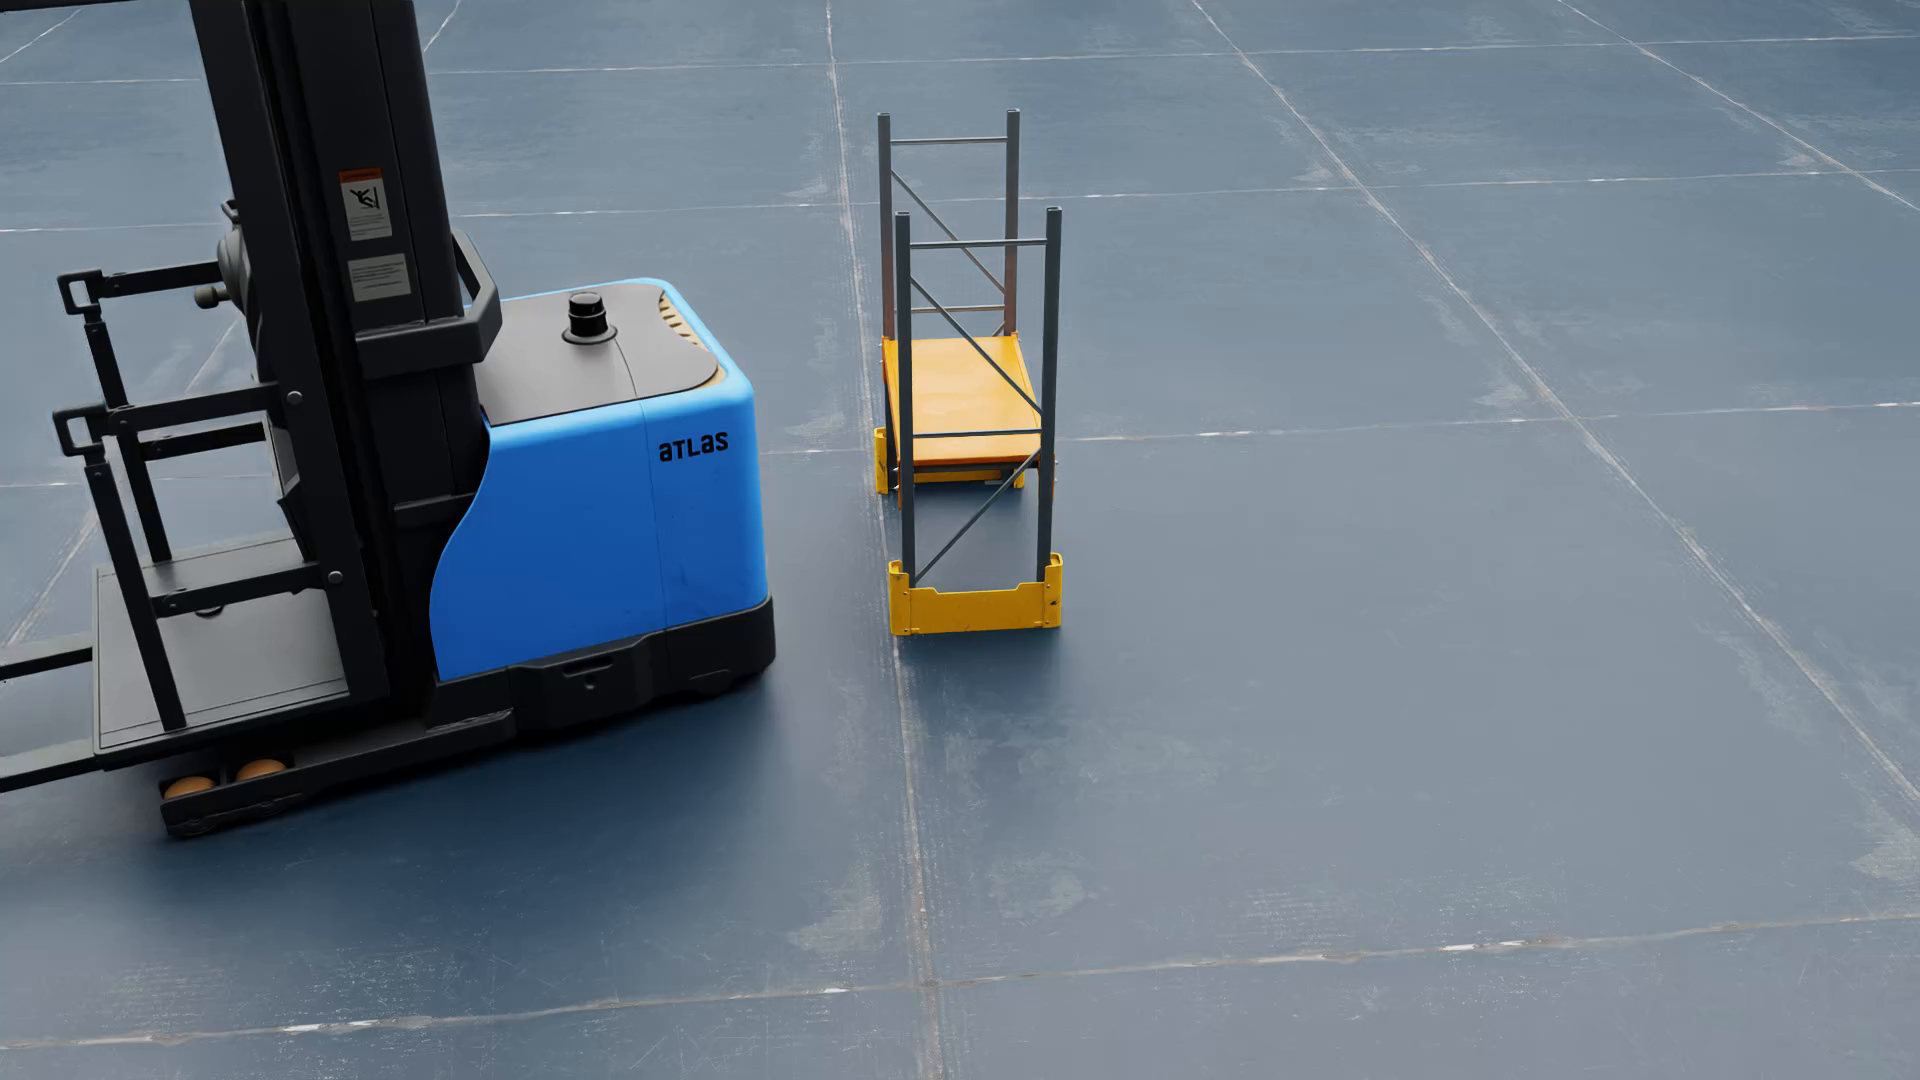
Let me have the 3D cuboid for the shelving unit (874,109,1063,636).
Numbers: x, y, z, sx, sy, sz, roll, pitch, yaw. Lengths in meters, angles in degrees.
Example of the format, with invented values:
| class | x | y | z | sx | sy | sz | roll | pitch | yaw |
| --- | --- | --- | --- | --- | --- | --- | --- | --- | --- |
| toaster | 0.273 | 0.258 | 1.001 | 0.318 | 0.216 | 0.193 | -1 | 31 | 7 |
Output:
| class | x | y | z | sx | sy | sz | roll | pitch | yaw |
| --- | --- | --- | --- | --- | --- | --- | --- | --- | --- |
| shelving unit | 0.007 | -0.605 | 5.800 | 0.587 | 1.500 | 1.083 | -3 | 31 | -5 |

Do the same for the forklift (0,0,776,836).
| class | x | y | z | sx | sy | sz | roll | pitch | yaw |
| --- | --- | --- | --- | --- | --- | --- | --- | --- | --- |
| forklift | -2.167 | -0.713 | 4.585 | 3.031 | 2.935 | 1.130 | -13 | 33 | -21 |

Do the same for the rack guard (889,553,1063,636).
| class | x | y | z | sx | sy | sz | roll | pitch | yaw |
| --- | --- | --- | --- | --- | --- | --- | --- | --- | --- |
| rack guard | 0.054 | 0.186 | 5.695 | 0.587 | 0.250 | 0.087 | -3 | 31 | -5 |

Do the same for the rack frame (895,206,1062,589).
| class | x | y | z | sx | sy | sz | roll | pitch | yaw |
| --- | --- | --- | --- | --- | --- | --- | --- | --- | --- |
| rack frame | 0.055 | -0.341 | 5.358 | 0.500 | 1.500 | 0.032 | -3 | 31 | -5 |

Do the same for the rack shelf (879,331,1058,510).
| class | x | y | z | sx | sy | sz | roll | pitch | yaw |
| --- | --- | --- | --- | --- | --- | --- | --- | --- | --- |
| rack shelf | 0.008 | -0.446 | 5.885 | 0.538 | 0.185 | 1.000 | -3 | 31 | -5 |

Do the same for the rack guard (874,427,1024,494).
| class | x | y | z | sx | sy | sz | roll | pitch | yaw |
| --- | --- | --- | --- | --- | --- | --- | --- | --- | --- |
| rack guard | -0.039 | -0.323 | 6.546 | 0.587 | 0.250 | 0.087 | -3 | 31 | -5 |

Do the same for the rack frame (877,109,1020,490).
| class | x | y | z | sx | sy | sz | roll | pitch | yaw |
| --- | --- | --- | --- | --- | --- | --- | --- | --- | --- |
| rack frame | -0.040 | -0.860 | 6.227 | 0.500 | 1.500 | 0.032 | -3 | 31 | -5 |
